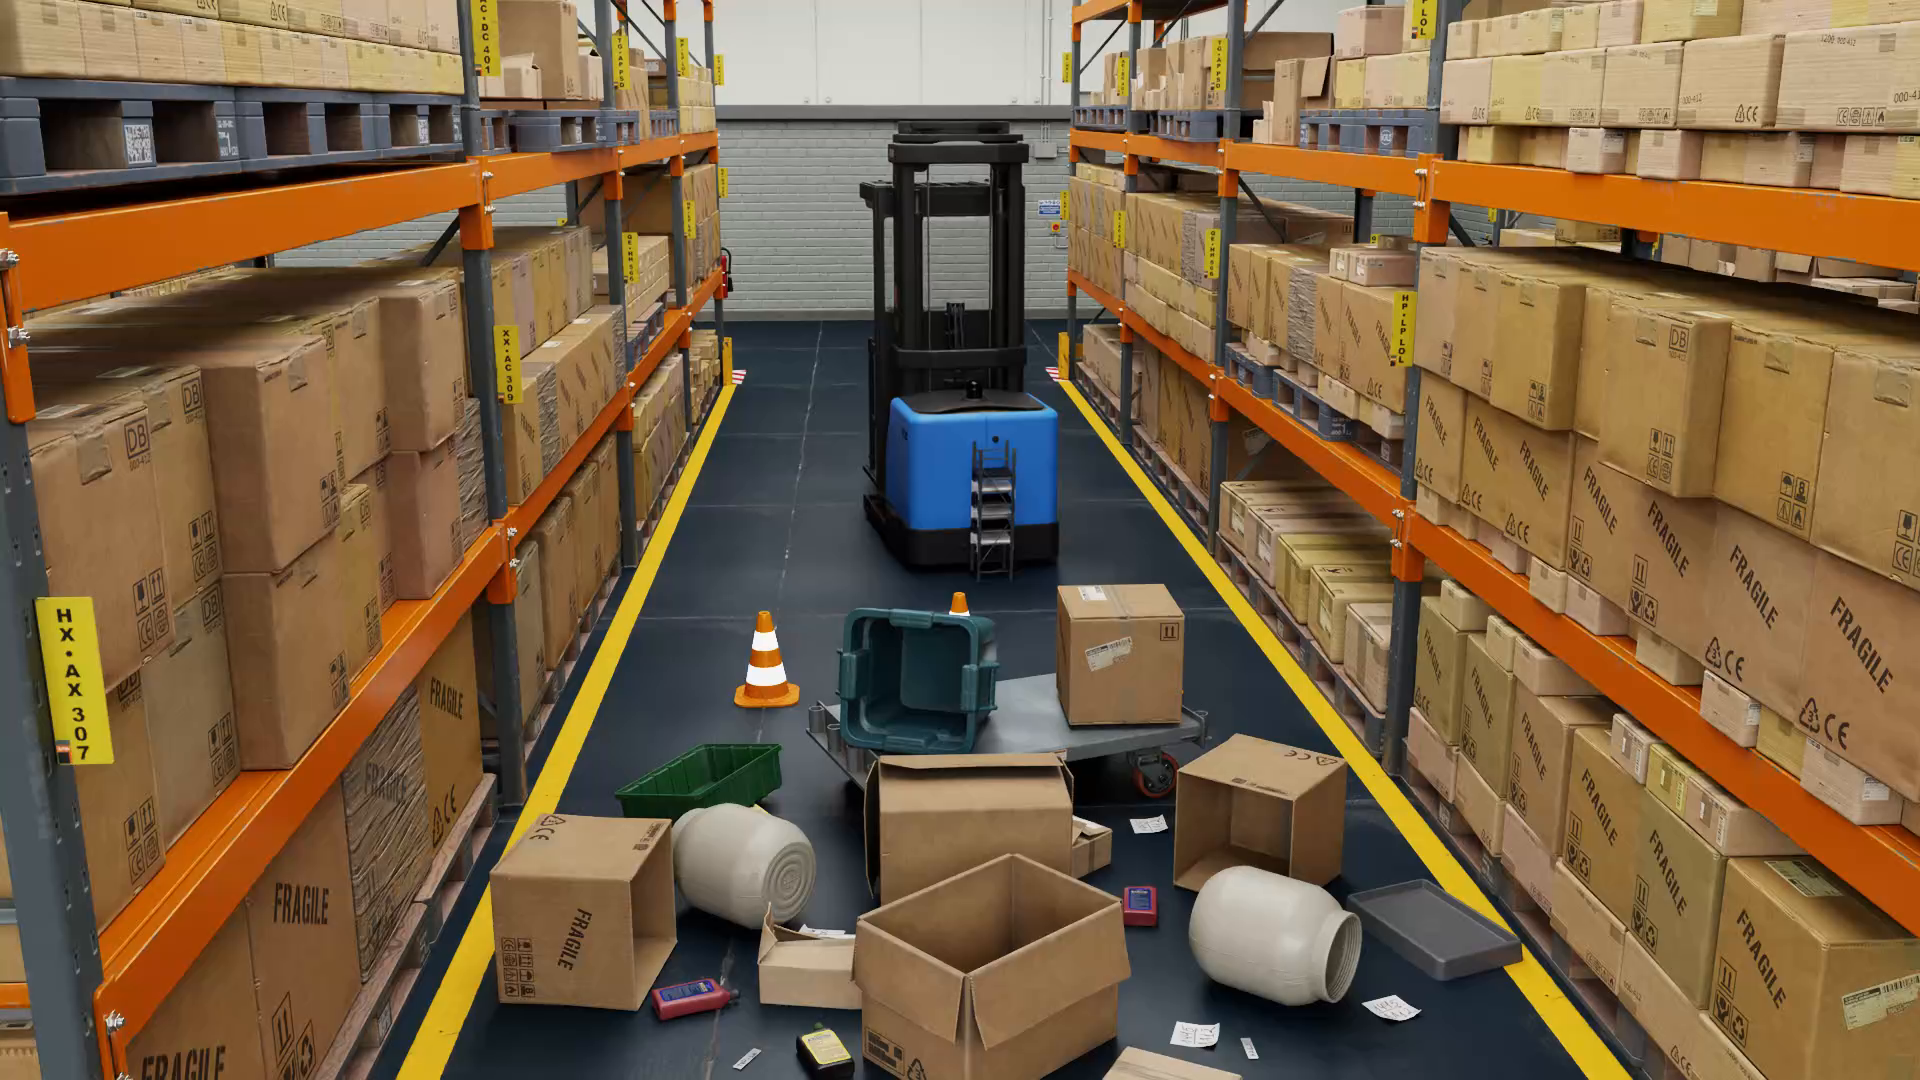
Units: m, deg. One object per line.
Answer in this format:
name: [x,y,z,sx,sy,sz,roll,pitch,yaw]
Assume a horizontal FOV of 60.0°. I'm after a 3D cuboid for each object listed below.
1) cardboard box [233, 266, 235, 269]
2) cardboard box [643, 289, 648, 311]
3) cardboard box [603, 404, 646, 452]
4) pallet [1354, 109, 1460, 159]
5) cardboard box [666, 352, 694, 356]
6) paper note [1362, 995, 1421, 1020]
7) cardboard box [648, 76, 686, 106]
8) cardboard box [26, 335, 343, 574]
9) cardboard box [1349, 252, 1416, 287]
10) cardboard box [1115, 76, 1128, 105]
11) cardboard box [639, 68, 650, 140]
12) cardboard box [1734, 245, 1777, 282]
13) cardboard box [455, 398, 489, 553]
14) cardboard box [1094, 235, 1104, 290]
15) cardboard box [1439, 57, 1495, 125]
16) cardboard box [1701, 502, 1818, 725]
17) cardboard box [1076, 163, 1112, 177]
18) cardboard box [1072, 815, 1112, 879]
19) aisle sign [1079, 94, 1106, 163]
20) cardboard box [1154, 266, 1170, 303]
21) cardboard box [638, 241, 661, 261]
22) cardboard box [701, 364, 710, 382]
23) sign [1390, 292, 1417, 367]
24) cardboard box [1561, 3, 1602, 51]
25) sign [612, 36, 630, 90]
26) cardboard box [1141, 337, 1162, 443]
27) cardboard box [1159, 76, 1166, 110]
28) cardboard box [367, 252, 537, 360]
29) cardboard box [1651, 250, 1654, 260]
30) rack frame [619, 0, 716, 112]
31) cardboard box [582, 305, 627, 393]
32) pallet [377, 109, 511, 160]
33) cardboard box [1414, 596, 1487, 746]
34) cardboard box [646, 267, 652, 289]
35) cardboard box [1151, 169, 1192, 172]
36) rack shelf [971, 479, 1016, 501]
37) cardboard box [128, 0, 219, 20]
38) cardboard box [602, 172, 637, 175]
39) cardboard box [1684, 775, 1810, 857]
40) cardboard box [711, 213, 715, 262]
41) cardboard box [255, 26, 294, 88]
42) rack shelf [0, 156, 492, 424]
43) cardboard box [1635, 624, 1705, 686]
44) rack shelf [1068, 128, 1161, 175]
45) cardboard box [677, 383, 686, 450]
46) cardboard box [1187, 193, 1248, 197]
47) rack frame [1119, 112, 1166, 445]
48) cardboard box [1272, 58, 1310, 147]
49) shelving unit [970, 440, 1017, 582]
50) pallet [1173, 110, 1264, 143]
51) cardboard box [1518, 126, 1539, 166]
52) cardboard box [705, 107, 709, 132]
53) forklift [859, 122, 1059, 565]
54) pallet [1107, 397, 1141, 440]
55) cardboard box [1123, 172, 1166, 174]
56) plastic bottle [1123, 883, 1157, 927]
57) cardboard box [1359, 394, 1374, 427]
cardboard box: [-7.748,-2.805,17.414,0.380,0.149,0.250,-1,14,-2]
cardboard box: [-2.618,-1.852,12.867,0.380,0.149,0.250,-1,14,-5]
cardboard box: [-2.494,-0.793,11.757,0.500,0.250,0.500,-2,15,-6]
pallet: [2.557,-1.885,7.692,1.213,0.211,1.003,-1,14,-3]
cardboard box: [-2.850,-1.783,16.623,0.380,0.149,0.250,-1,15,-6]
paper note: [1.486,1.606,5.721,0.142,0.019,0.148,-6,16,-23]
cardboard box: [-2.731,-4.002,14.839,0.500,0.250,0.500,0,14,-2]
cardboard box: [-2.207,-0.237,4.461,0.875,0.550,0.550,-1,14,-3]
cardboard box: [2.180,-1.361,8.354,0.380,0.149,0.250,-1,14,-5]
cardboard box: [1.635,-4.151,15.348,0.396,0.266,0.258,0,14,-2]
cardboard box: [-2.537,-3.158,12.058,0.500,0.500,0.500,-1,14,-3]
cardboard box: [6.835,-2.240,13.668,0.700,0.500,0.500,-1,14,-4]
cardboard box: [-2.410,-0.248,6.670,0.875,0.550,0.550,-1,14,-3]
cardboard box: [1.627,-2.771,16.574,0.500,0.500,0.500,-1,14,-4]
cardboard box: [2.243,-1.779,6.605,0.500,0.250,0.500,-1,14,-5]
cardboard box: [2.402,0.178,4.515,0.500,0.500,0.500,-1,14,-3]
cardboard box: [1.492,-4.107,18.461,0.380,0.149,0.250,-1,14,-2]
cardboard box: [0.398,1.191,6.863,0.258,0.266,0.396,-13,20,-42]
aisle sign: [1.452,-4.625,18.766,0.394,0.787,0.004,-1,14,-3]
cardboard box: [1.838,-2.033,13.206,0.500,0.250,0.500,-1,14,-5]
cardboard box: [-2.689,-2.399,13.796,0.380,0.149,0.250,-1,14,-5]
cardboard box: [-2.750,-1.701,16.901,0.380,0.149,0.250,-1,14,-3]
sign: [1.936,-0.920,7.258,0.100,0.325,0.005,-1,14,-3]
cardboard box: [2.291,-1.746,5.676,0.380,0.149,0.250,-1,14,-5]
sign: [-2.138,-3.010,10.488,0.100,0.325,0.005,-1,14,-3]
cardboard box: [2.112,-1.380,14.790,0.875,0.875,0.875,0,14,-2]
cardboard box: [1.758,-3.489,12.975,0.396,0.266,0.258,0,14,1]
cardboard box: [-2.546,-1.177,8.372,0.700,0.500,0.500,-1,14,-3]
cardboard box: [6.673,-2.630,15.932,0.500,0.250,0.500,-1,14,-2]
rack frame: [-3.188,-6.157,17.896,1.000,3.000,0.127,-1,14,-3]
cardboard box: [-2.397,-1.202,10.479,0.500,0.500,0.500,-1,14,-3]
pallet: [-2.551,-1.854,7.578,0.805,0.209,1.217,-1,15,-6]
cardboard box: [2.256,0.547,7.049,0.500,0.500,0.500,0,14,-1]
cardboard box: [-2.633,-2.059,13.072,0.380,0.149,0.250,-1,14,-3]
cardboard box: [2.104,-3.604,16.506,0.380,0.149,0.250,-1,14,-4]
rack shelf: [0.218,-0.330,10.887,0.258,0.077,0.200,-3,19,-11]
cardboard box: [-2.003,-1.298,3.694,0.500,0.250,0.500,-1,14,-4]
cardboard box: [-3.277,-3.175,15.541,0.500,0.500,0.500,-1,14,-5]
cardboard box: [2.338,0.792,4.798,0.380,0.149,0.250,0,14,-2]
cardboard box: [-2.877,-3.208,17.677,0.500,0.500,0.500,-1,14,-4]
cardboard box: [-1.977,-1.259,4.341,0.380,0.149,0.250,-1,14,-4]
rack shelf: [-2.321,-0.874,4.827,1.077,0.370,4.000,-1,14,-3]
cardboard box: [2.351,0.341,5.185,0.380,0.149,0.250,-1,14,-4]
rack shelf: [1.870,-3.960,16.821,1.077,0.370,4.000,-1,14,-3]
cardboard box: [-2.643,-1.069,14.336,0.500,0.500,0.500,-1,14,-5]
cardboard box: [2.272,-2.784,14.618,0.500,0.500,0.500,0,14,-2]
rack frame: [1.994,-2.358,15.172,1.000,3.000,0.127,-1,14,-3]
cardboard box: [2.290,-2.629,10.002,0.700,0.500,0.500,-1,14,-3]
shelving unit: [0.216,-0.191,10.934,0.258,0.900,0.210,-3,19,-11]
pallet: [2.149,-2.884,11.574,1.213,0.211,1.003,0,14,-1]
cardboard box: [2.350,-1.492,6.291,0.380,0.149,0.250,-1,14,-3]
cardboard box: [-2.840,-4.272,16.892,0.500,0.250,0.500,0,14,-1]
forklift: [-0.127,-1.573,12.259,1.130,2.935,3.031,-3,15,-11]
pallet: [2.025,-1.198,16.259,1.003,0.211,1.213,-1,14,-3]
cardboard box: [1.743,-3.406,15.735,0.380,0.149,0.250,-1,14,-3]
plastic bottle: [0.698,1.404,6.445,0.133,0.061,0.283,2,15,6]
cardboard box: [2.183,-0.640,8.155,0.380,0.149,0.250,-1,14,-5]
